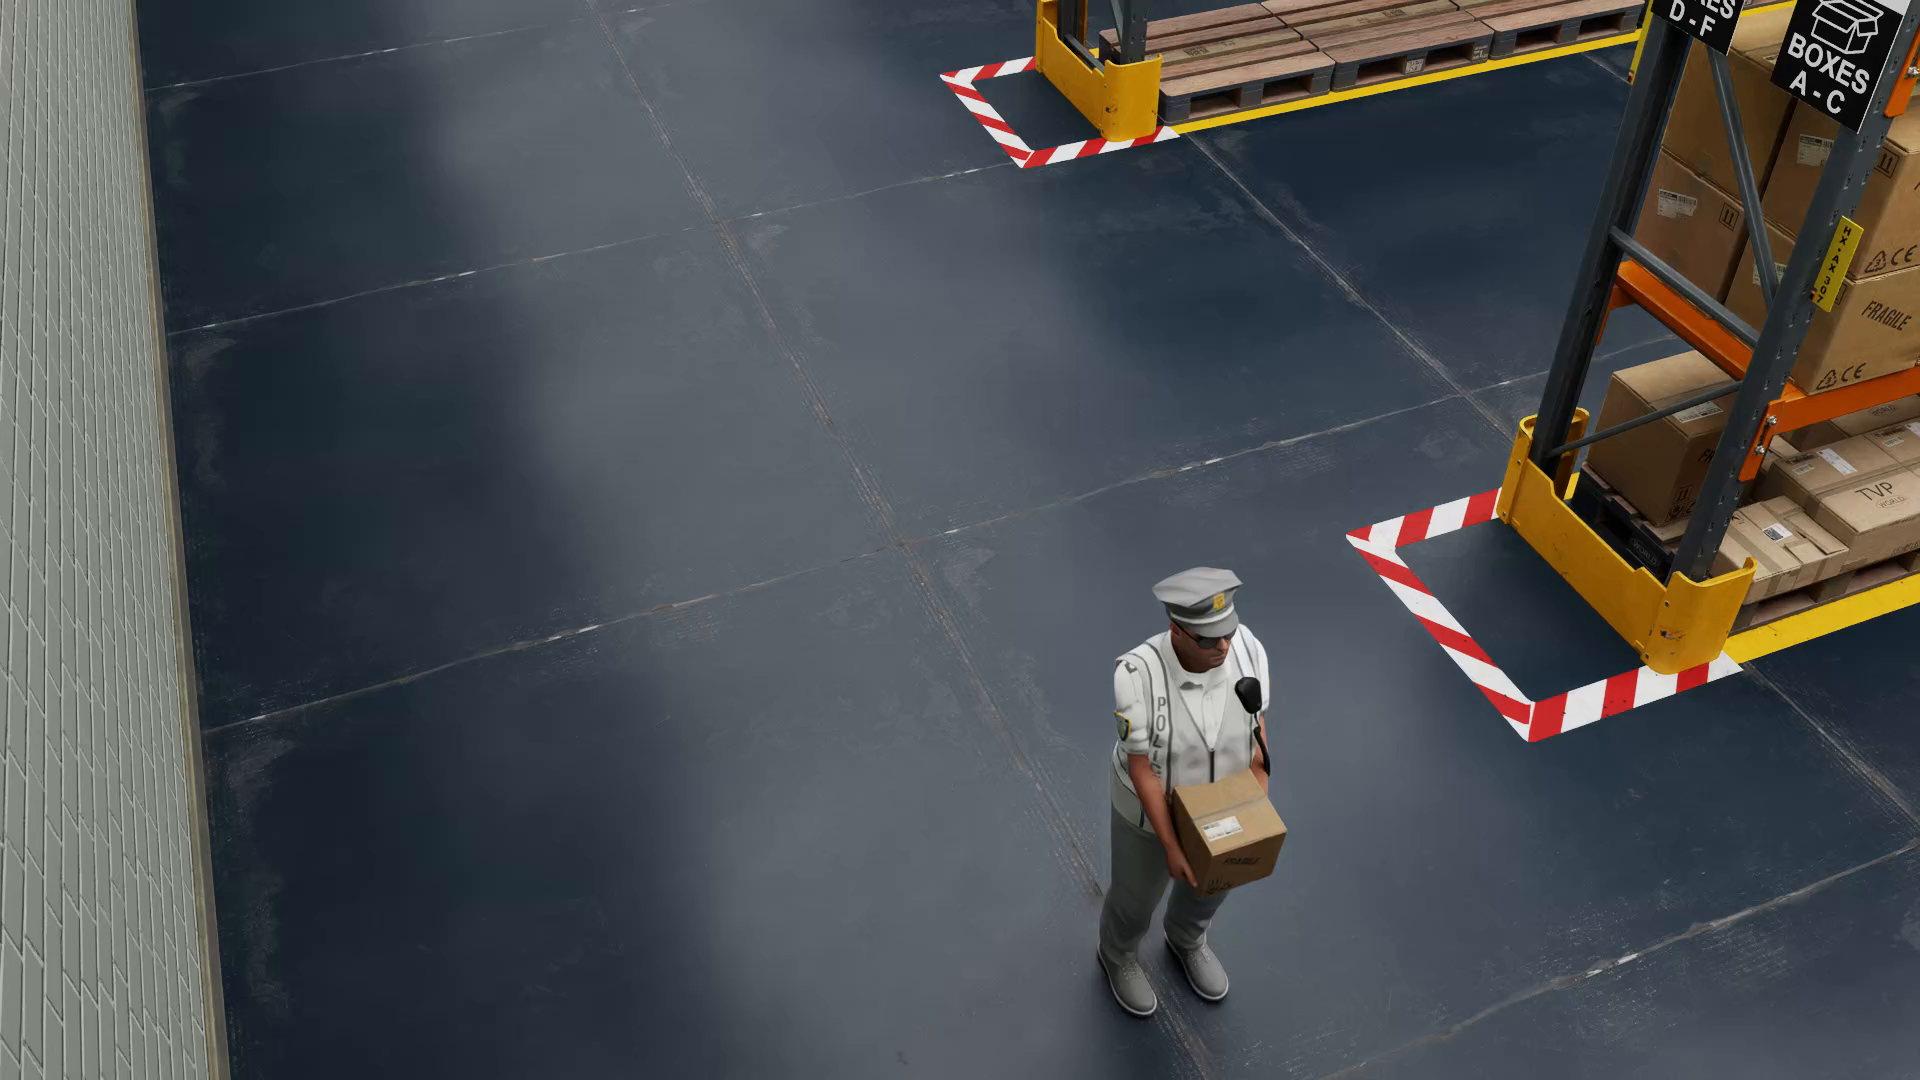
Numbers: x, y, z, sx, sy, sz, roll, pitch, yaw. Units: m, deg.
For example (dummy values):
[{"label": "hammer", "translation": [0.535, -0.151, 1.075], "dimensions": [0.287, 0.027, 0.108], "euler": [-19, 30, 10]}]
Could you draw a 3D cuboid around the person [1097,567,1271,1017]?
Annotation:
[{"label": "person", "translation": [0.731, 0.848, 5.184], "dimensions": [0.493, 1.769, 0.564], "euler": [-15, 44, -16]}]
